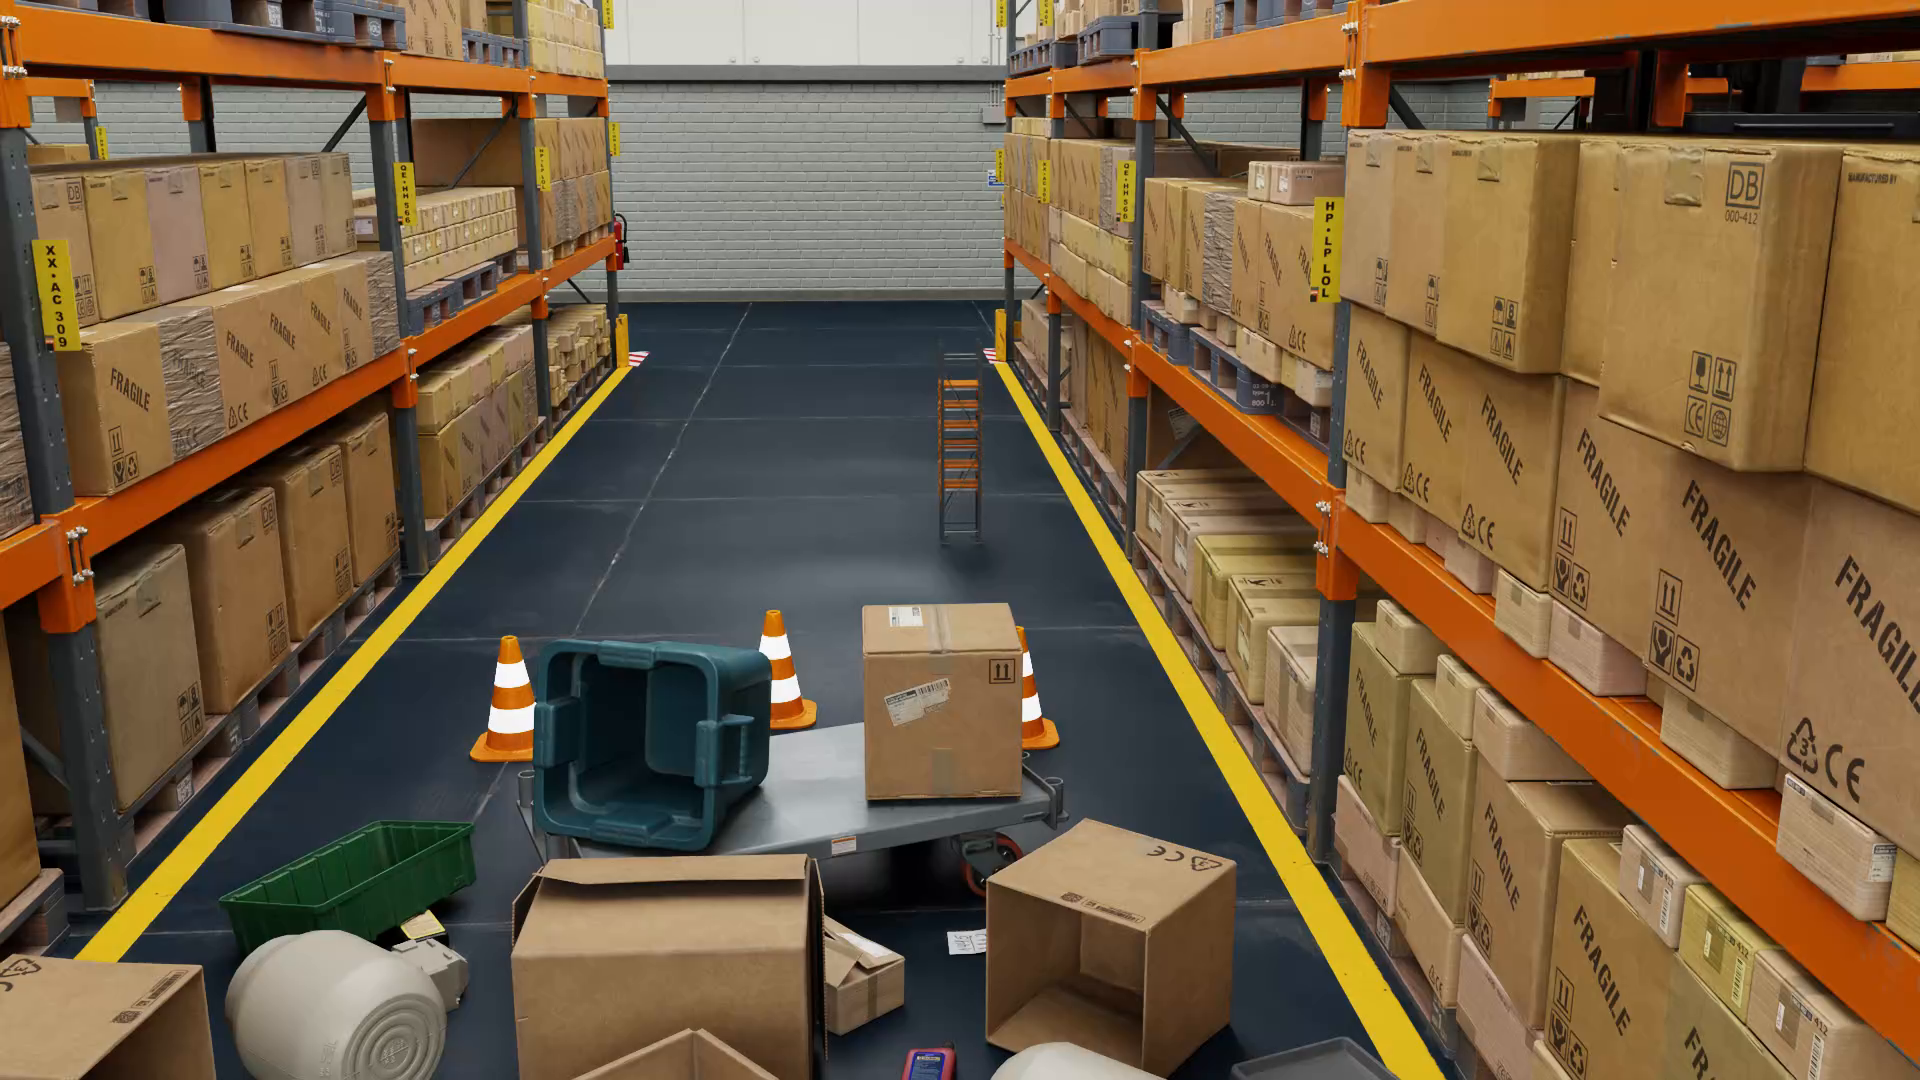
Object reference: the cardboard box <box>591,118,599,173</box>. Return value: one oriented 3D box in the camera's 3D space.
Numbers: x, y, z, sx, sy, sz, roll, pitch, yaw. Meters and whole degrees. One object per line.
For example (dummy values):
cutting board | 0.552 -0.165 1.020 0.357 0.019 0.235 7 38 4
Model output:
cardboard box | -3.661 -3.681 15.511 0.500 0.500 0.500 -1 14 -5

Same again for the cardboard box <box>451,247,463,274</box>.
cardboard box | -3.384 -1.777 10.574 0.380 0.149 0.250 -1 14 -3

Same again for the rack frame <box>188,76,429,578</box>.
rack frame | -3.474 -1.251 8.869 1.000 3.000 0.127 -1 14 -3

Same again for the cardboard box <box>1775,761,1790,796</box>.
cardboard box | 1.677 0.414 2.902 0.380 0.149 0.250 -1 14 -3

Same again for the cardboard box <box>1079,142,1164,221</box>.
cardboard box | 1.079 -2.387 11.077 0.500 0.500 0.500 -1 14 -4

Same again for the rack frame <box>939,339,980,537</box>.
rack frame | -0.005 -0.600 9.951 0.240 1.200 0.006 -1 14 -3

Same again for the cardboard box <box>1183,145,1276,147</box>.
cardboard box | 1.634 -2.135 10.097 0.500 0.500 0.500 -1 14 -3

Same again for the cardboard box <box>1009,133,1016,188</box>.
cardboard box | 0.749 -3.623 15.880 0.500 0.500 0.500 -1 14 -5

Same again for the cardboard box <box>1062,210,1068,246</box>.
cardboard box | 1.019 -2.274 12.142 0.500 0.250 0.500 -1 14 -3

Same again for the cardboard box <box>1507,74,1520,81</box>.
cardboard box | 5.706 -4.668 16.634 0.380 0.149 0.250 -1 14 -2

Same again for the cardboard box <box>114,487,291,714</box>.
cardboard box | -3.410 0.237 6.758 1.050 0.750 0.750 -1 14 -3

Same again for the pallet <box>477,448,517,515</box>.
pallet | -3.593 -0.398 11.149 1.003 0.211 1.213 -1 14 -3

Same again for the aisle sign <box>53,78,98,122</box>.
aisle sign | -8.631 -4.471 16.166 0.394 0.787 0.004 -1 14 -3

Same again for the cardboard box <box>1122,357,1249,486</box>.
cardboard box | 1.501 -0.700 10.149 0.875 0.875 0.875 -1 14 -4

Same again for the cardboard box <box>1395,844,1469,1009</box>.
cardboard box | 1.520 1.054 4.586 0.500 0.250 0.500 0 14 0

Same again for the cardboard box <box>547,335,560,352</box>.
cardboard box | -3.598 -1.642 14.072 0.380 0.149 0.250 -1 14 -5

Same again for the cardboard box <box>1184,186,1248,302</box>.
cardboard box | 1.336 -1.372 7.697 0.500 0.500 0.500 -1 14 -2

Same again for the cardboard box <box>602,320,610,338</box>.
cardboard box | -3.652 -2.081 16.375 0.380 0.149 0.250 -1 14 -5

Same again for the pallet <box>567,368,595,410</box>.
pallet | -3.877 -1.366 14.912 1.003 0.211 1.213 -1 14 -3

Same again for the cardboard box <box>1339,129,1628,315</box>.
cardboard box | 1.519 -0.922 4.785 0.700 0.500 0.500 -1 14 -4

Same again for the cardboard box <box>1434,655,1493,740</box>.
cardboard box | 1.457 0.404 4.306 0.380 0.149 0.250 0 14 -1

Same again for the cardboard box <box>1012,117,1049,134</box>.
cardboard box | 0.699 -3.966 15.912 0.380 0.149 0.250 0 14 -2

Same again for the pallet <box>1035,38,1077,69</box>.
pallet | 1.172 -3.961 13.559 1.003 0.211 1.213 -1 14 -3

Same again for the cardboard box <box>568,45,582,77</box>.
cardboard box | -3.568 -4.130 14.338 0.500 0.250 0.500 0 14 -1

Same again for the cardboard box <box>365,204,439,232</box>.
cardboard box | -3.355 -1.933 9.986 0.380 0.149 0.250 -1 15 -6

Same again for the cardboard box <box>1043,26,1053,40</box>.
cardboard box | 0.854 -4.141 13.307 0.396 0.266 0.258 0 14 -2

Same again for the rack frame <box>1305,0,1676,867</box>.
rack frame | 1.708 -0.358 5.398 1.000 3.000 0.127 -1 14 -3

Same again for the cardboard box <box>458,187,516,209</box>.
cardboard box | -3.502 -2.519 12.264 0.380 0.149 0.250 0 14 -1

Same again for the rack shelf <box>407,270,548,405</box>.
rack shelf | -3.598 -1.400 10.892 1.077 0.370 4.000 -1 14 -3

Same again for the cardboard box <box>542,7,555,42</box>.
cardboard box | -3.538 -4.116 13.280 0.500 0.250 0.500 -1 14 -4

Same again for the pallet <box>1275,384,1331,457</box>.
pallet | 1.806 -0.457 6.169 1.003 0.211 1.213 -1 14 -3

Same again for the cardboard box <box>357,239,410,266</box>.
cardboard box | -3.303 -1.600 9.290 0.380 0.149 0.250 0 14 -1

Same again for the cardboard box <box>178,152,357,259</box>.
cardboard box | -3.456 -1.672 8.298 0.700 0.500 0.500 -1 14 -4

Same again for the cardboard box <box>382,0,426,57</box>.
cardboard box | -3.244 -2.898 9.051 0.500 0.500 0.500 -1 14 -3

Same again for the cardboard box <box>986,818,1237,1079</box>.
cardboard box | 0.417 1.139 4.591 0.500 0.500 0.500 10 18 35

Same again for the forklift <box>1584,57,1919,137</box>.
forklift | 3.525 -0.898 7.635 1.130 2.935 3.031 -1 14 -5

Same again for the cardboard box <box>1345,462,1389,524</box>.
cardboard box | 1.408 -0.153 5.105 0.380 0.149 0.250 -1 14 -4

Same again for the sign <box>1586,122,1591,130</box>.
sign | 6.474 -4.137 17.129 0.100 0.325 0.005 -1 14 -3

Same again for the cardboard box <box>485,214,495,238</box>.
cardboard box | -3.449 -2.181 11.546 0.380 0.149 0.250 -1 14 -5

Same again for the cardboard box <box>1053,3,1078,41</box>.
cardboard box | 0.894 -3.809 12.216 0.396 0.266 0.258 -1 14 -4

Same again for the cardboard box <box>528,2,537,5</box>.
cardboard box | -3.482 -4.206 12.830 0.380 0.149 0.250 -2 15 -6

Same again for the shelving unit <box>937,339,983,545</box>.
shelving unit | 0.001 -0.577 9.863 0.258 1.200 0.189 -1 14 -3

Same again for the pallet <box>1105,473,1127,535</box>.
pallet | 1.487 -0.200 10.378 1.003 0.211 1.213 -1 14 -3

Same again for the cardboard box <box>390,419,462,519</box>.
cardboard box | -3.263 -0.424 9.828 0.500 0.500 0.500 -2 15 -6

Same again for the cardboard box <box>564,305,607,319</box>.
cardboard box | -3.684 -2.224 16.334 0.380 0.149 0.250 -1 14 -3

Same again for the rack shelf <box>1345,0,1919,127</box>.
rack shelf | 1.832 -0.965 3.180 1.077 0.370 4.000 -1 14 -3

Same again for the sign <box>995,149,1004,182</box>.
sign | 0.411 -3.793 16.852 0.100 0.325 0.005 -1 14 -3

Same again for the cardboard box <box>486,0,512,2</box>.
cardboard box | -3.498 -4.137 12.565 0.380 0.149 0.250 -1 14 -4

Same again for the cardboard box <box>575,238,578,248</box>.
cardboard box | -3.675 -2.721 15.085 0.380 0.149 0.250 -1 15 -6

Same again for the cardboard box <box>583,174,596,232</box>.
cardboard box | -3.617 -3.071 15.146 0.500 0.500 0.500 -1 14 -3

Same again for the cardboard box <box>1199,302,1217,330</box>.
cardboard box | 1.339 -1.084 7.880 0.380 0.149 0.250 0 14 0
